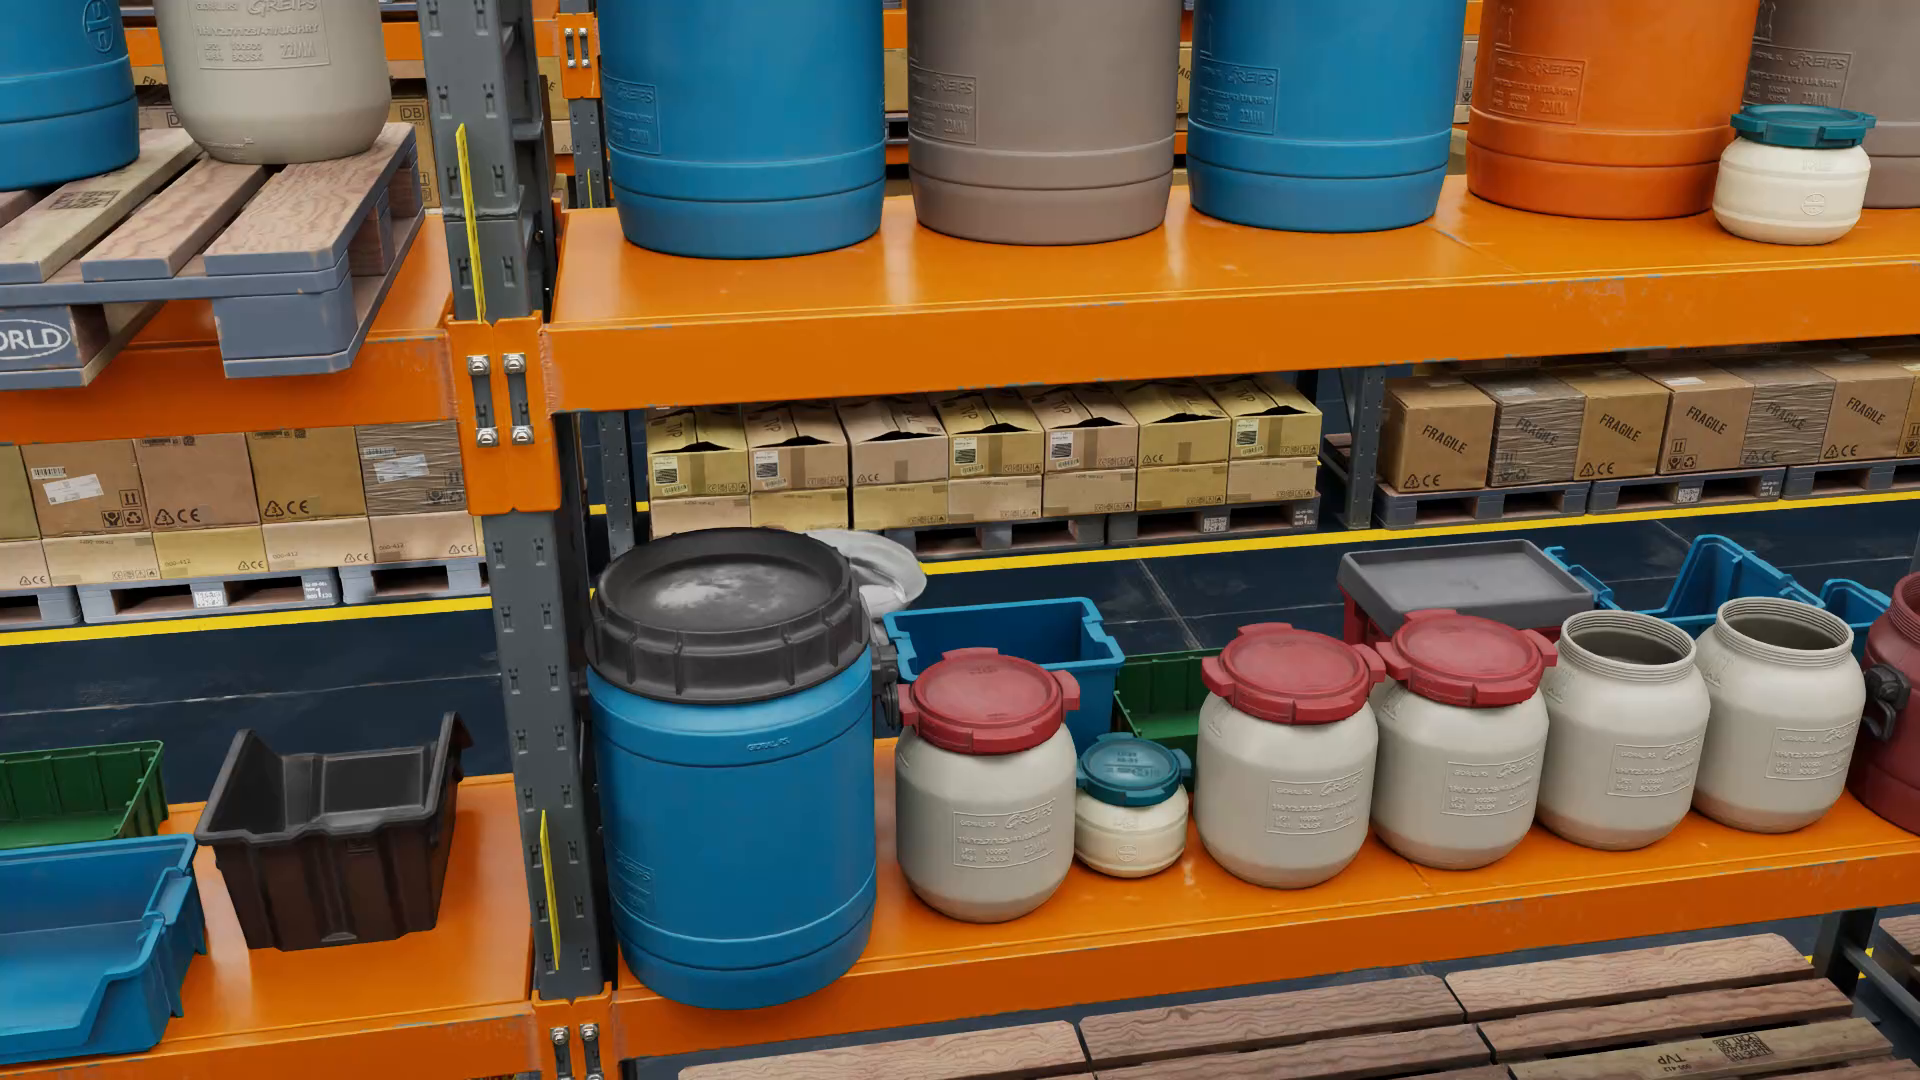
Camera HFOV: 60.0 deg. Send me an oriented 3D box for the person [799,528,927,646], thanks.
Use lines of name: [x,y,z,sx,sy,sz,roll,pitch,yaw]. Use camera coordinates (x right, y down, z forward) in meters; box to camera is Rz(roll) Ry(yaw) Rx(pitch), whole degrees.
person: [-0.567,0.275,7.696,0.835,0.762,0.433,-4,24,-9]
